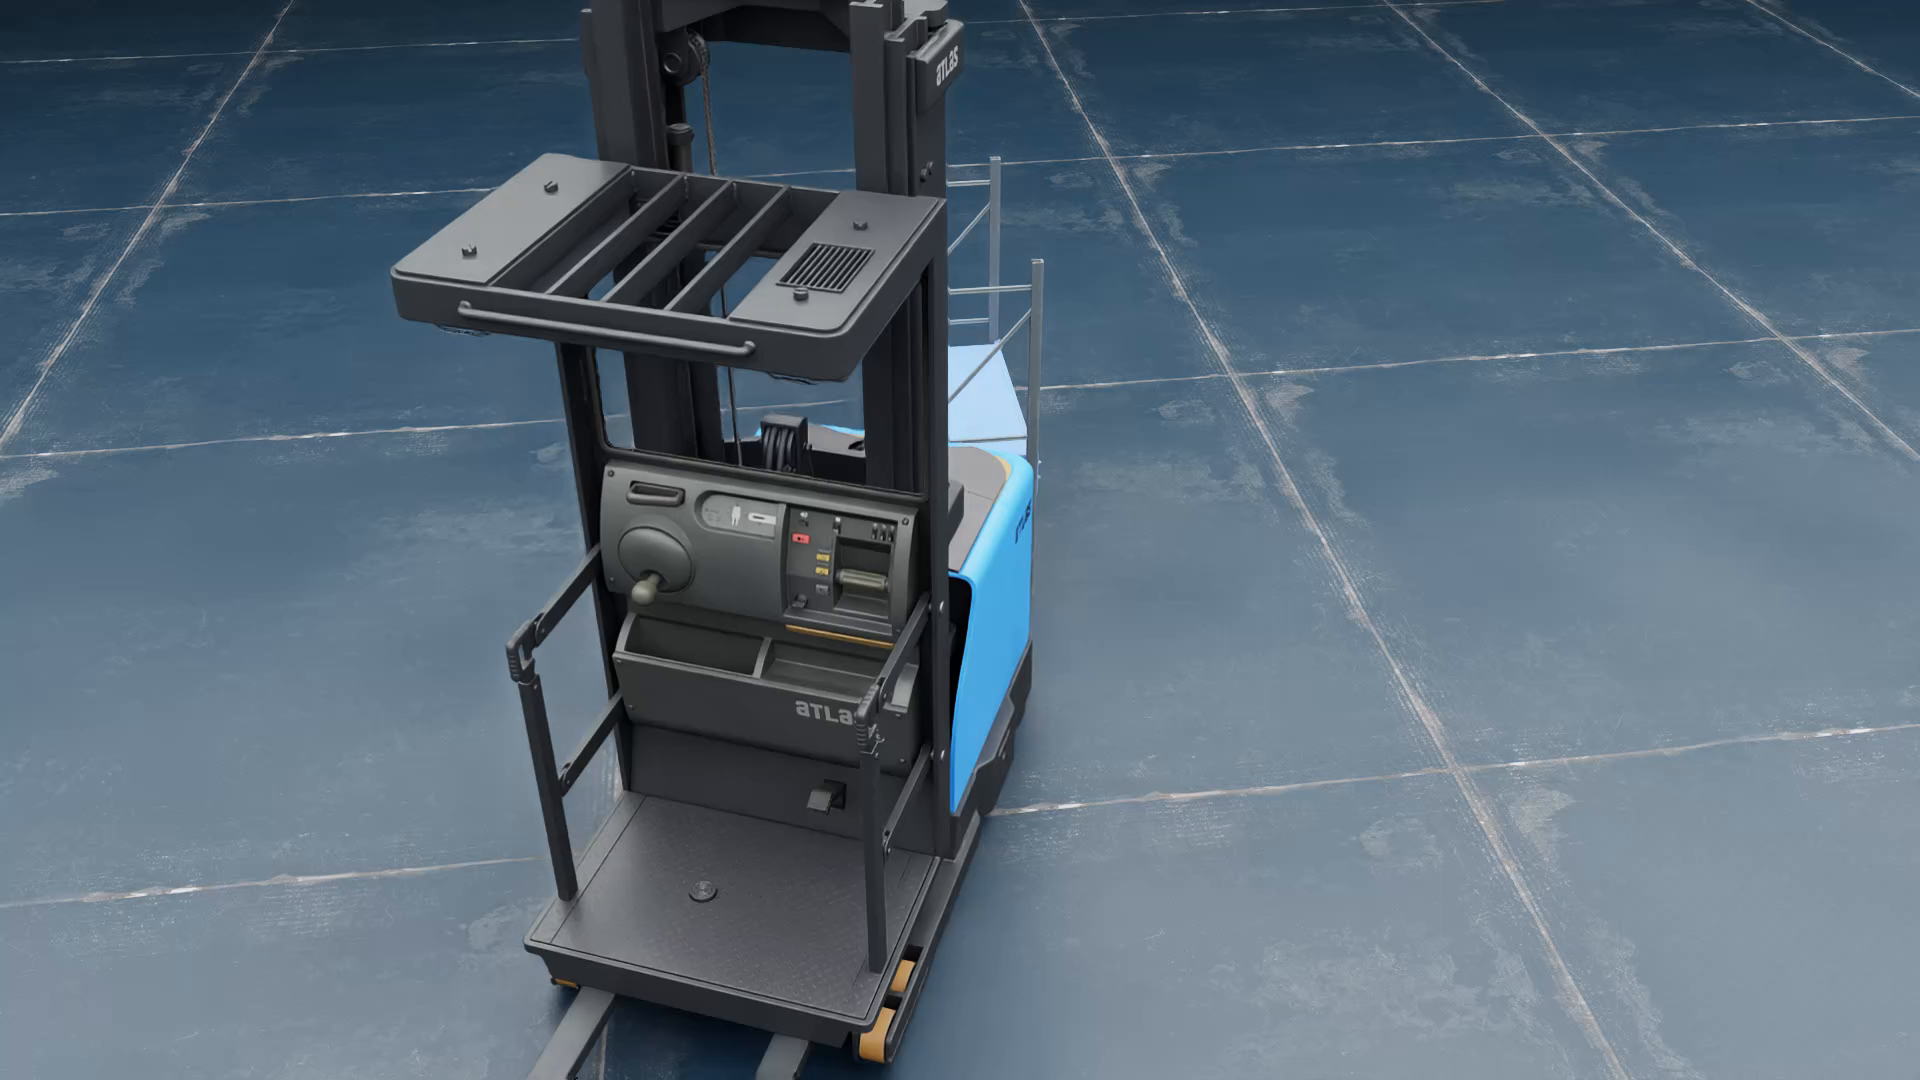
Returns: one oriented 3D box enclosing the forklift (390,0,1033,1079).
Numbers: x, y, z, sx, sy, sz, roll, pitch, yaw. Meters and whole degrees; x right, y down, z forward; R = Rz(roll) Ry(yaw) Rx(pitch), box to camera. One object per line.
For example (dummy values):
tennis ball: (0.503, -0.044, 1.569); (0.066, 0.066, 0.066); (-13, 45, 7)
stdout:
forklift: (-0.636, 0.095, 4.508); (1.130, 2.935, 3.031); (9, 35, 14)

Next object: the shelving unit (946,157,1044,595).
shelving unit: (-0.011, -0.667, 6.897); (0.538, 1.500, 1.048); (-4, 35, -6)

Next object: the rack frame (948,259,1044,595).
rack frame: (0.057, -0.384, 6.481); (0.500, 1.500, 0.032); (-4, 35, -6)

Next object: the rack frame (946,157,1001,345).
rack frame: (-0.080, -0.951, 7.314); (0.500, 1.500, 0.032); (-4, 35, -6)

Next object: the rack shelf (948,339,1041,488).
rack shelf: (-0.011, -0.519, 6.999); (0.538, 0.185, 1.000); (-4, 35, -6)
